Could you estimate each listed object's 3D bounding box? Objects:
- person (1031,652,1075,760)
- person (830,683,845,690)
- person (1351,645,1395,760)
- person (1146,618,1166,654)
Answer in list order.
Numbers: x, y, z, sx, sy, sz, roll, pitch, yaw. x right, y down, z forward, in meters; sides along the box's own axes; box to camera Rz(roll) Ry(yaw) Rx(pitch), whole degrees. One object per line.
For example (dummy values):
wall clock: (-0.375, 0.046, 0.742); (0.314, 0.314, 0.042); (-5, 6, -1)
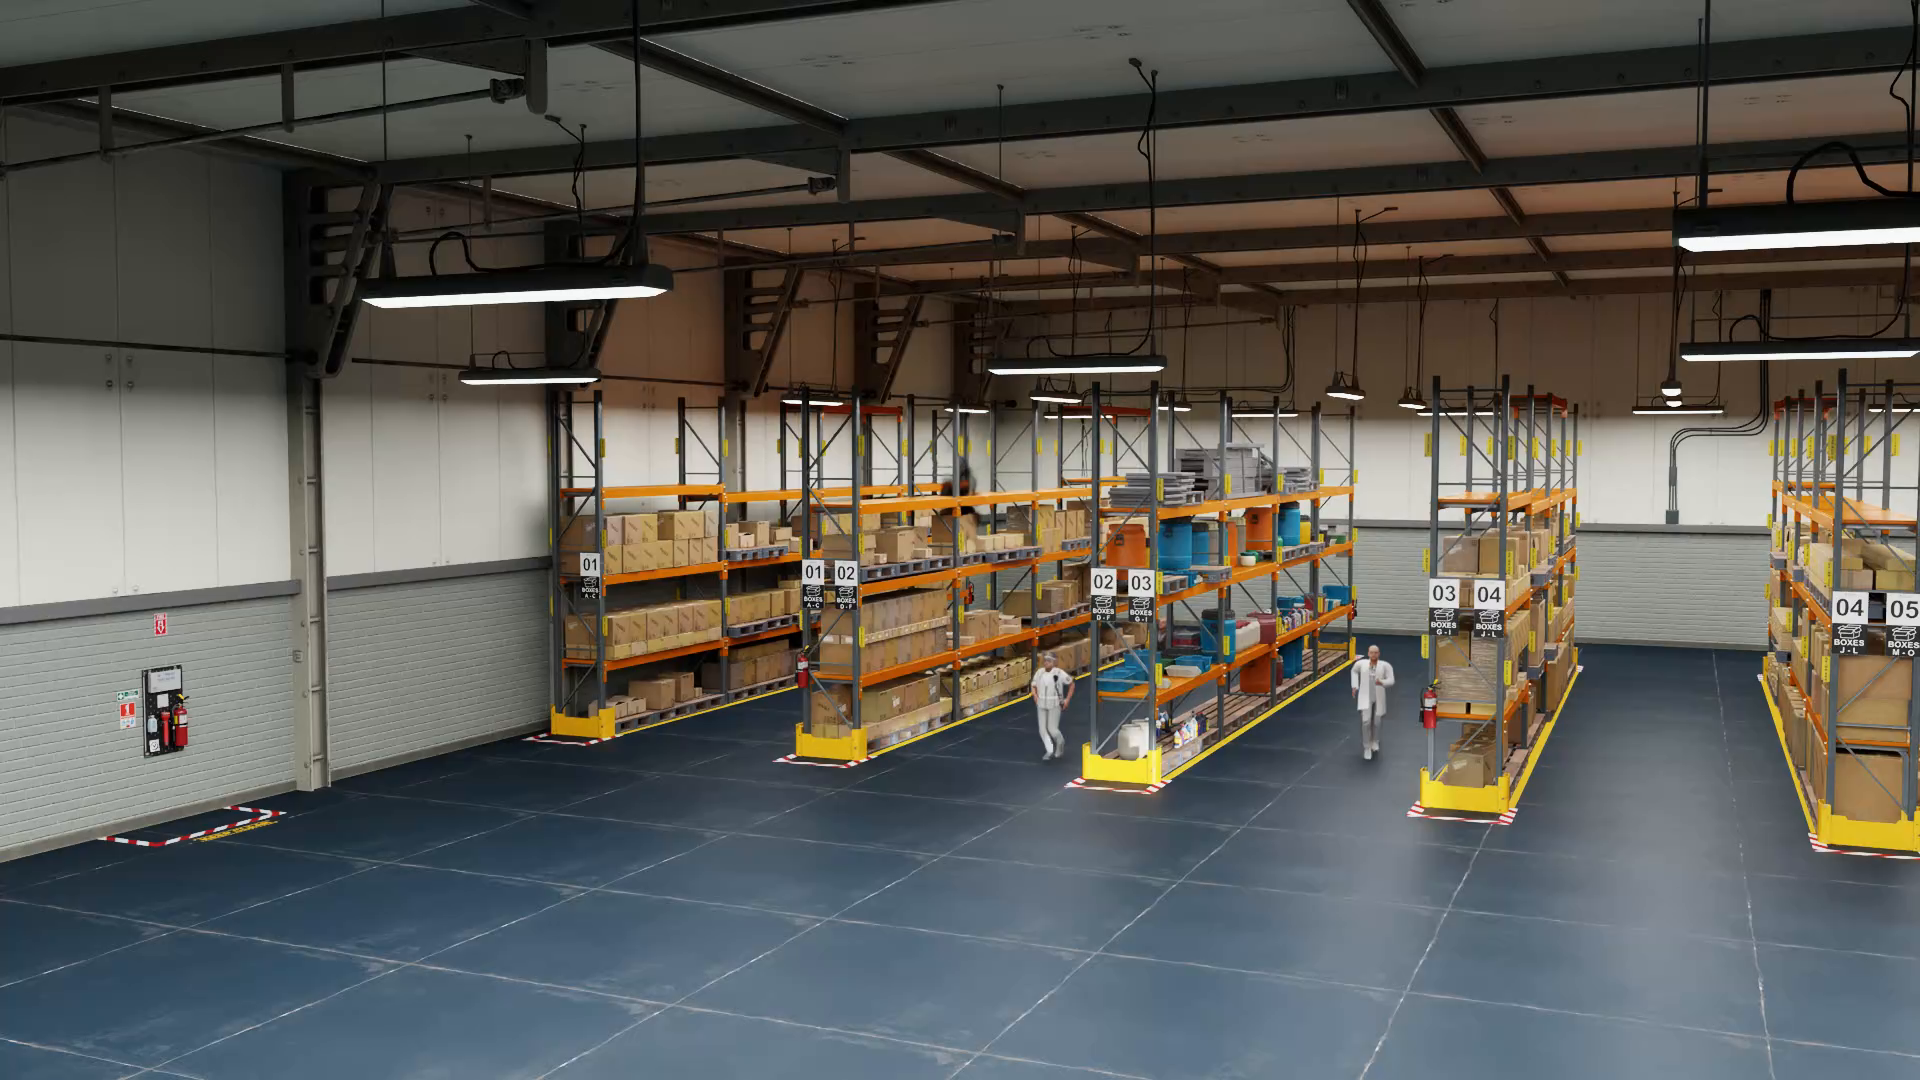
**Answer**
person: (1.432, 2.657, 26.612); (0.690, 1.749, 0.591); (1, 3, 23)
person: (-2.230, 2.475, 31.067); (0.579, 1.641, 0.731); (1, 3, 13)
person: (6.697, 2.622, 26.979); (0.666, 1.845, 0.937); (1, 3, 11)
person: (3.945, 2.367, 32.543); (0.657, 1.672, 0.609); (1, 3, 23)
